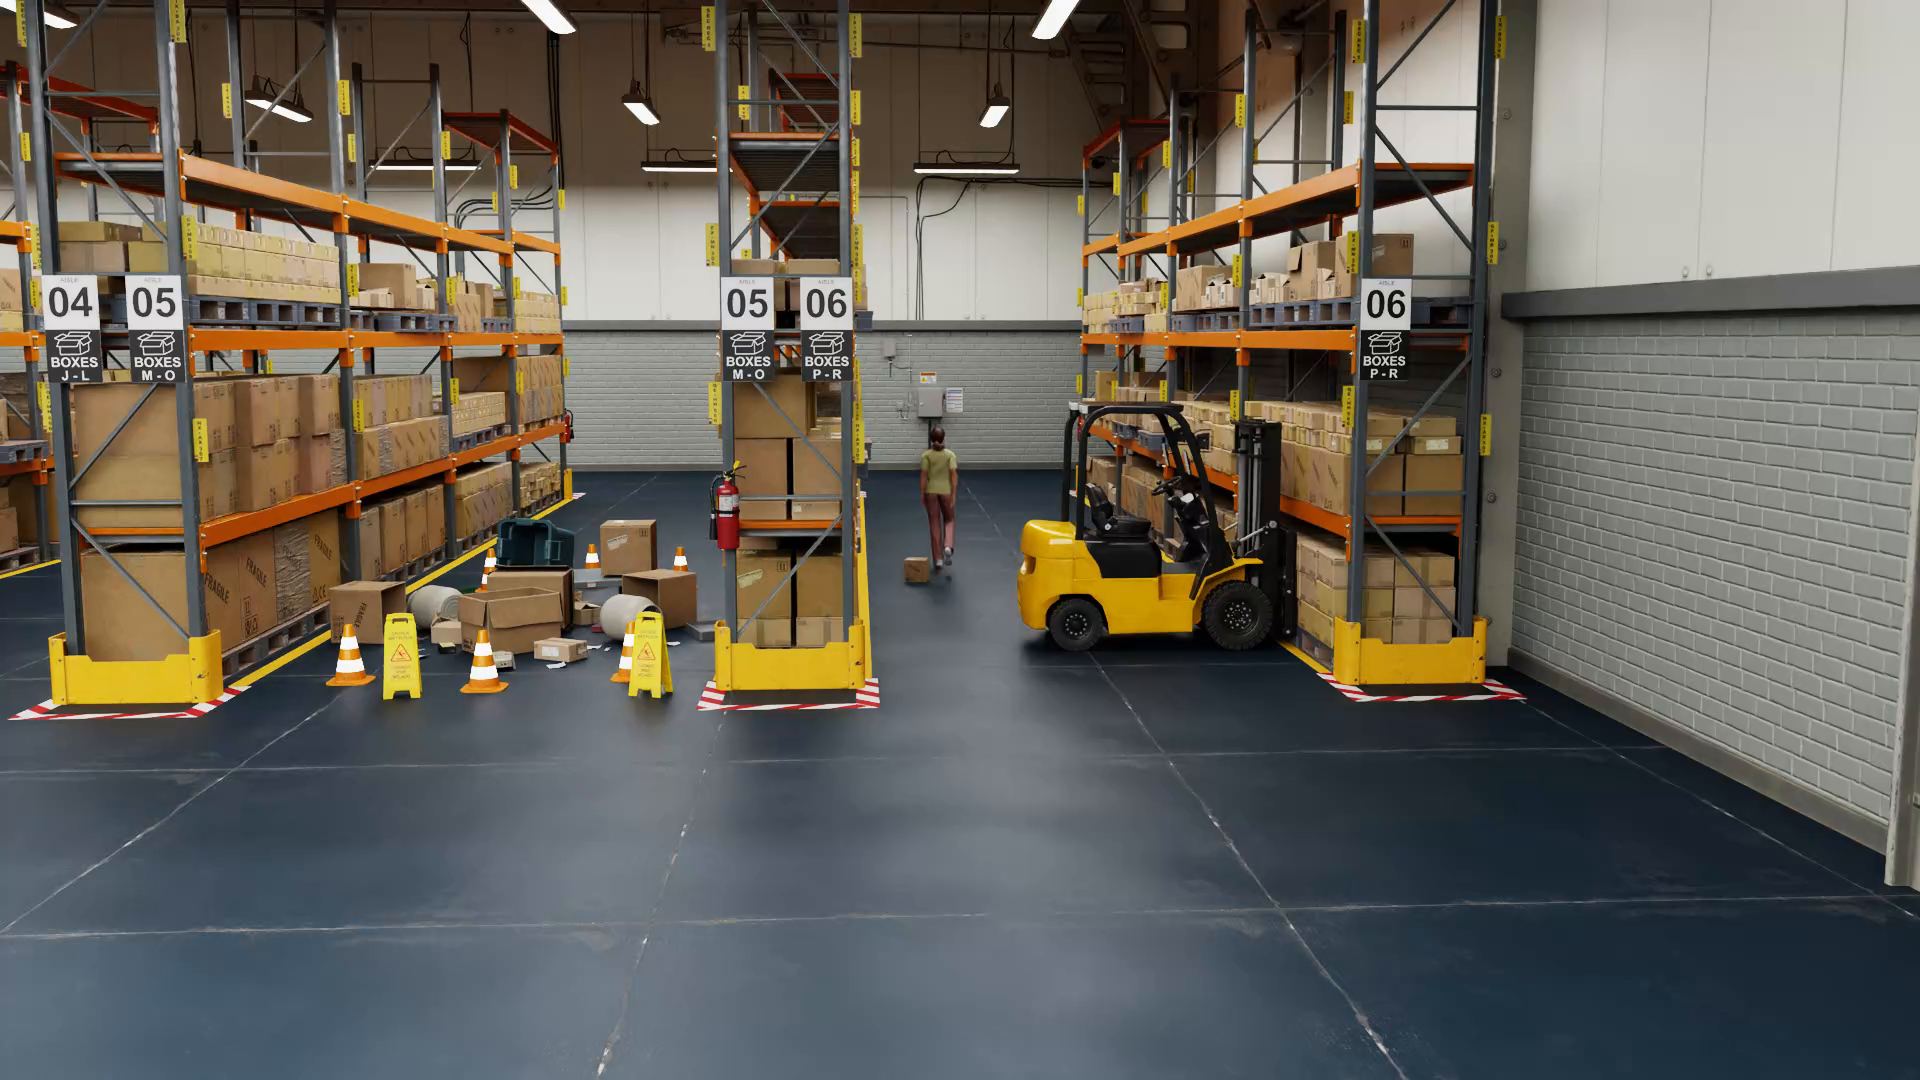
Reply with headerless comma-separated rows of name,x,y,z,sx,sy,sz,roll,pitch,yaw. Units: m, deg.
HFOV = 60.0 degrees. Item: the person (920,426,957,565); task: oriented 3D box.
person,-0.260,-0.523,19.945,0.444,1.683,0.463,0,7,-4
